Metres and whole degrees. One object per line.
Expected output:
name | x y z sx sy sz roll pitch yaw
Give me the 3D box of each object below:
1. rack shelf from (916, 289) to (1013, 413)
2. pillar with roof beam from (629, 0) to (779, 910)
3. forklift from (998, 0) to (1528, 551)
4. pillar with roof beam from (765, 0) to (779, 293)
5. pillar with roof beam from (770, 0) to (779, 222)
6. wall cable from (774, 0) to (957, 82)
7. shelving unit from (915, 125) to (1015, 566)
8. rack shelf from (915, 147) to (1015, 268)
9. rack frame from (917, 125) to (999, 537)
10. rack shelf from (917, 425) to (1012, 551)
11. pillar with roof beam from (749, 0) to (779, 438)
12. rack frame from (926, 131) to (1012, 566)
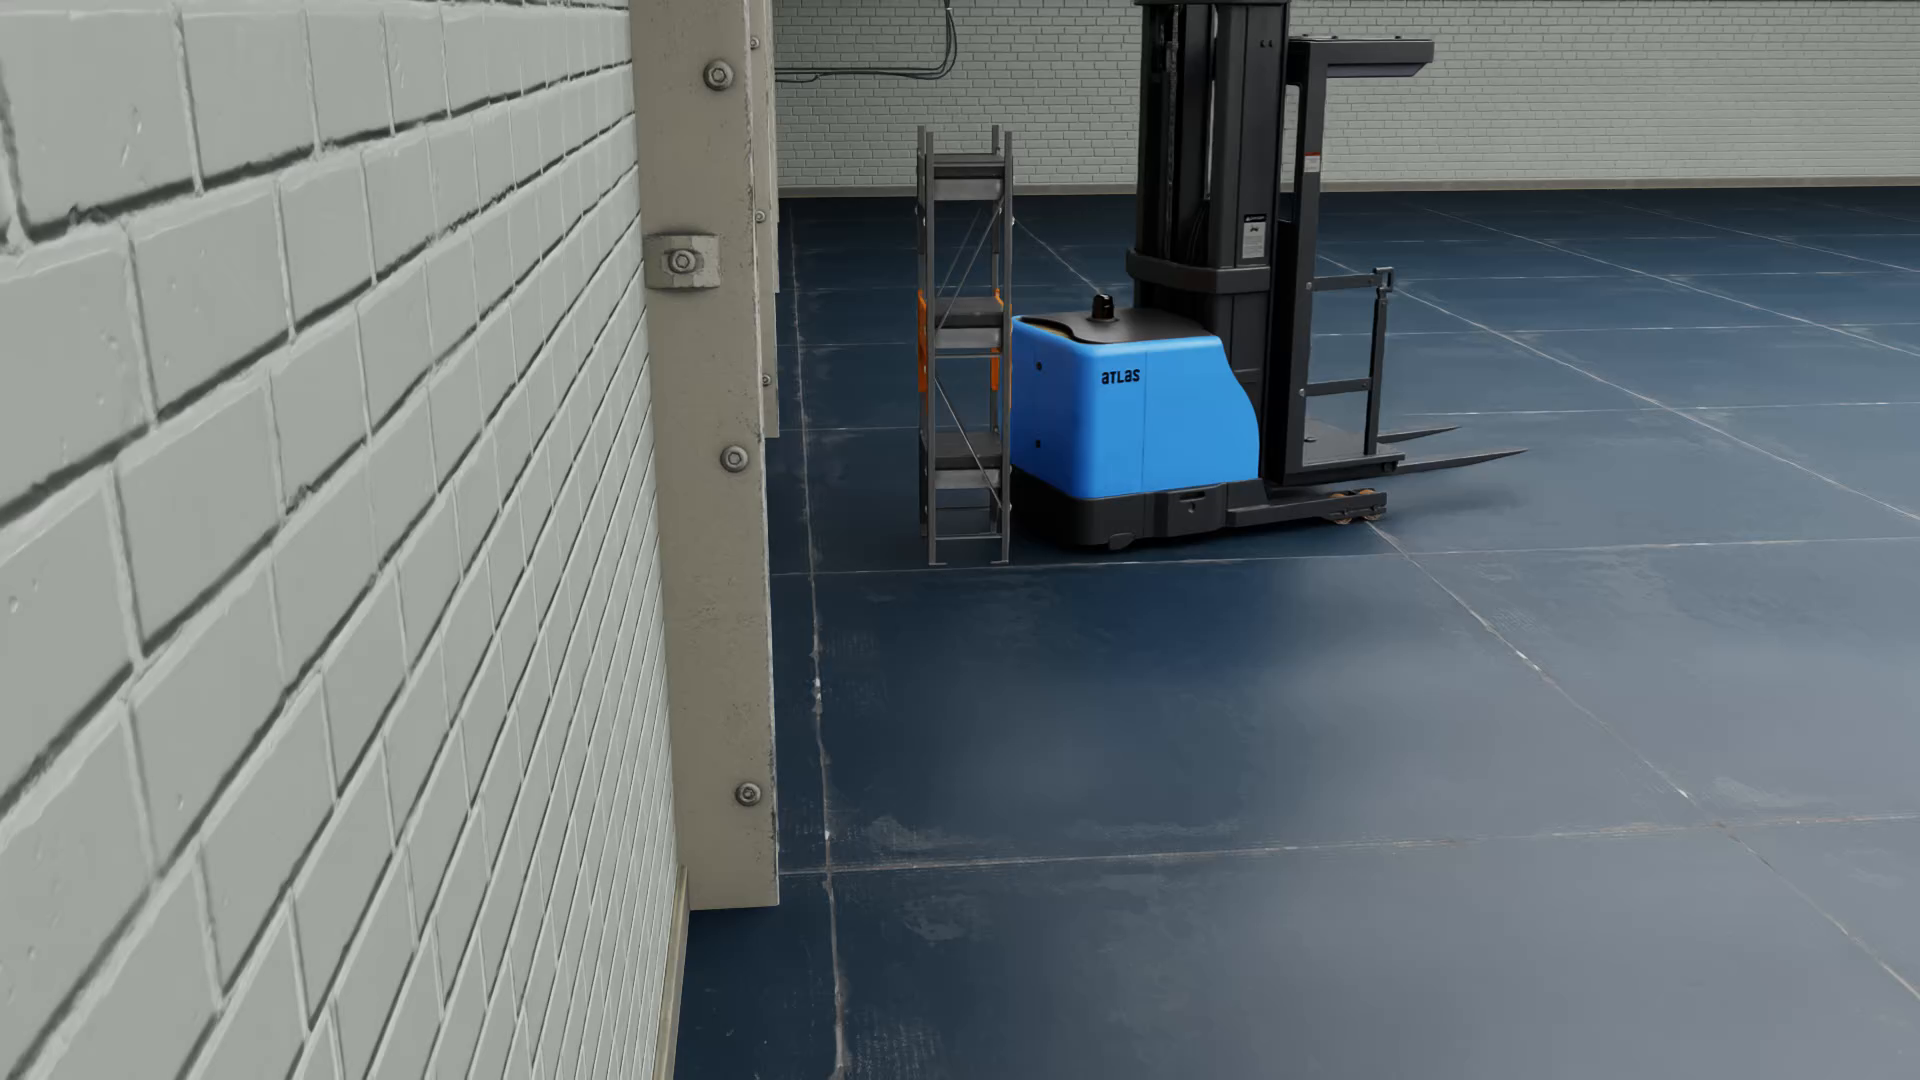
rack shelf | 0.017 -0.939 8.210 0.431 0.518 0.480 -2 18 -6
pillar with roof beam | 3.552 -3.359 4.353 9.100 9.000 0.400 -2 18 -6
forklift | 1.761 -1.617 8.934 3.031 2.935 1.130 -7 19 -23
pillar with roof beam | 2.315 -6.934 15.741 9.100 9.000 0.400 -2 18 -6
pillar with roof beam | 1.696 -8.722 21.435 9.100 9.000 0.400 -2 18 -6
wall cable | -1.575 -8.026 24.402 3.097 2.526 0.112 -2 18 -6
shelving unit | 0.017 -0.952 8.205 0.431 2.100 0.503 -2 18 -6
rack shelf | 0.017 -1.607 8.000 0.431 0.518 0.480 -2 18 -6
rack frame | -0.008 -1.025 8.437 0.400 2.100 0.015 -2 18 -6
rack shelf | 0.017 -0.272 8.419 0.431 0.518 0.480 -2 18 -6
pillar with roof beam | 2.934 -5.147 10.047 9.100 9.000 0.400 -2 18 -6
rack frame | 0.042 -0.880 7.974 0.400 2.100 0.015 -2 18 -6
